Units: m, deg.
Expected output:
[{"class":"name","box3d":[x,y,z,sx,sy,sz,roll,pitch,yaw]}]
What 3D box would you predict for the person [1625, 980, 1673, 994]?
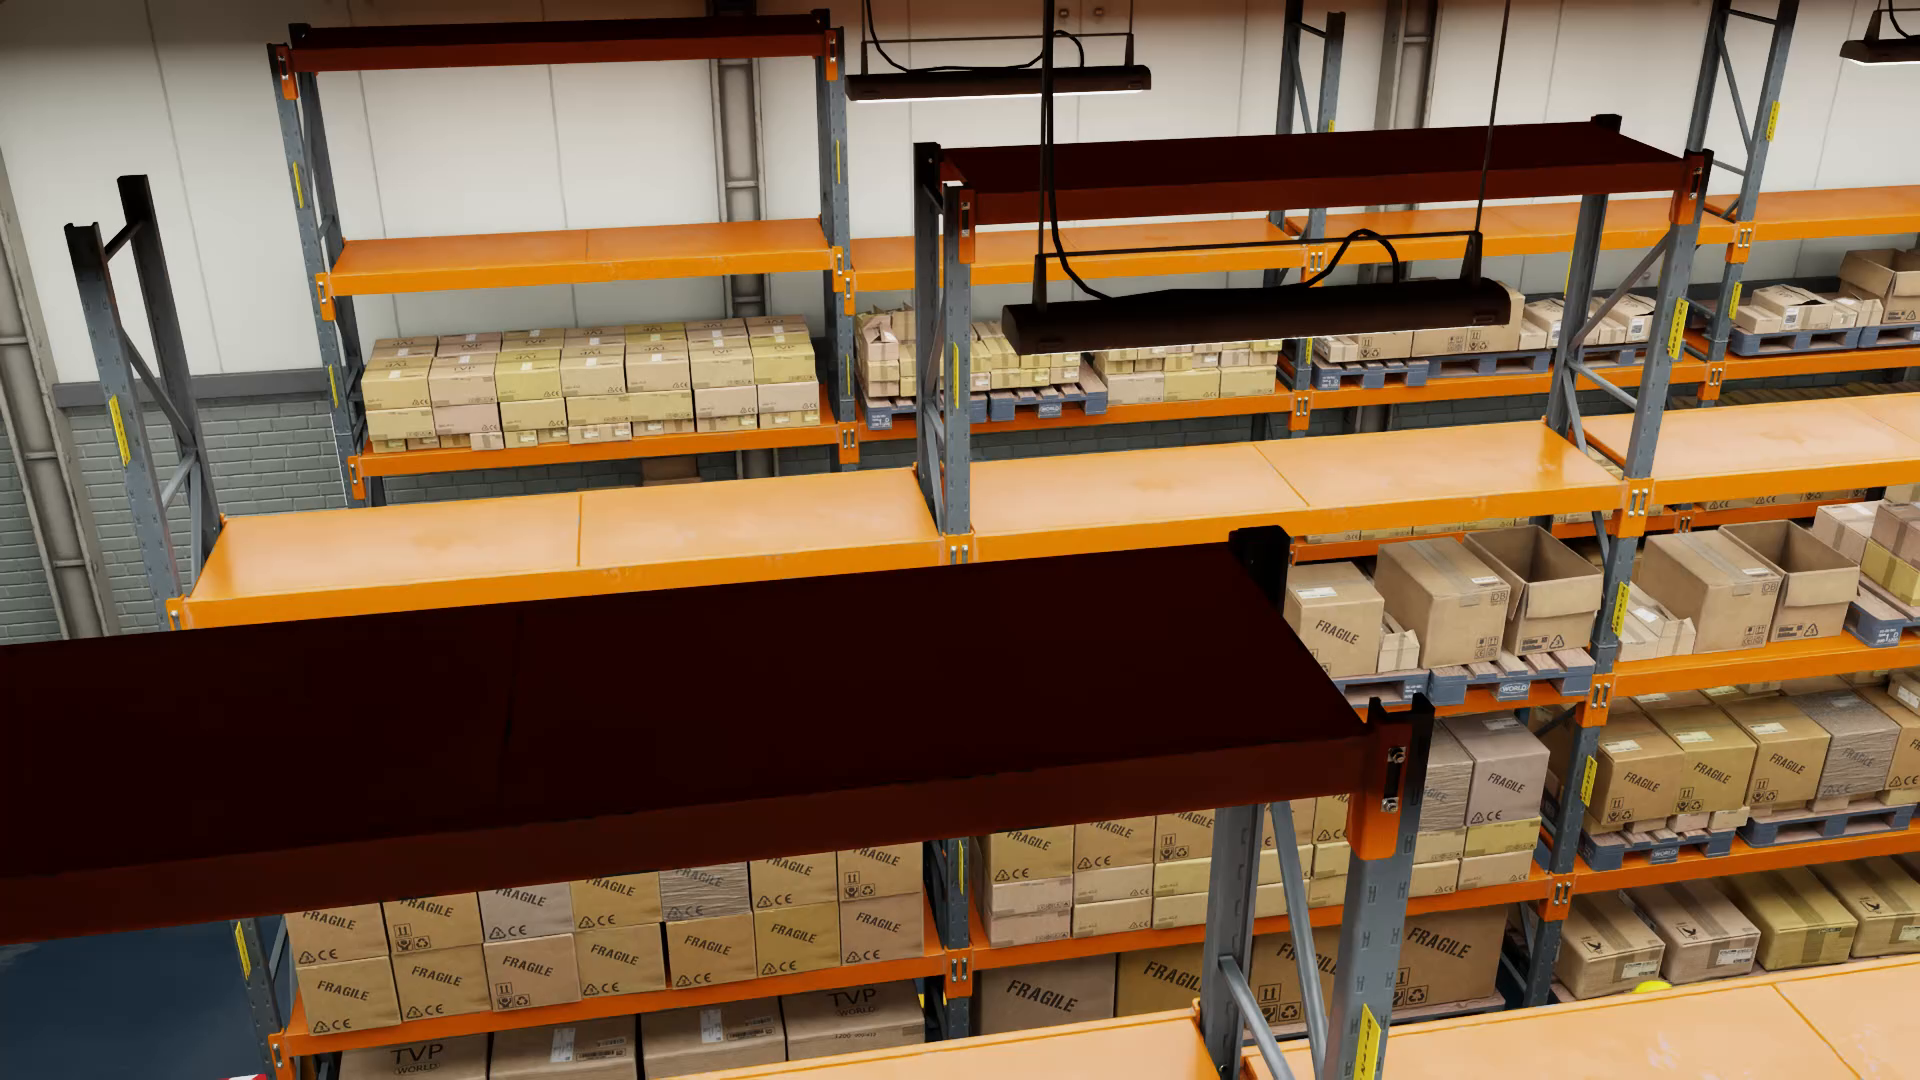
[{"class":"person","box3d":[3.928,3.231,9.502,0.472,1.701,0.616,-7,27,-13]}]
